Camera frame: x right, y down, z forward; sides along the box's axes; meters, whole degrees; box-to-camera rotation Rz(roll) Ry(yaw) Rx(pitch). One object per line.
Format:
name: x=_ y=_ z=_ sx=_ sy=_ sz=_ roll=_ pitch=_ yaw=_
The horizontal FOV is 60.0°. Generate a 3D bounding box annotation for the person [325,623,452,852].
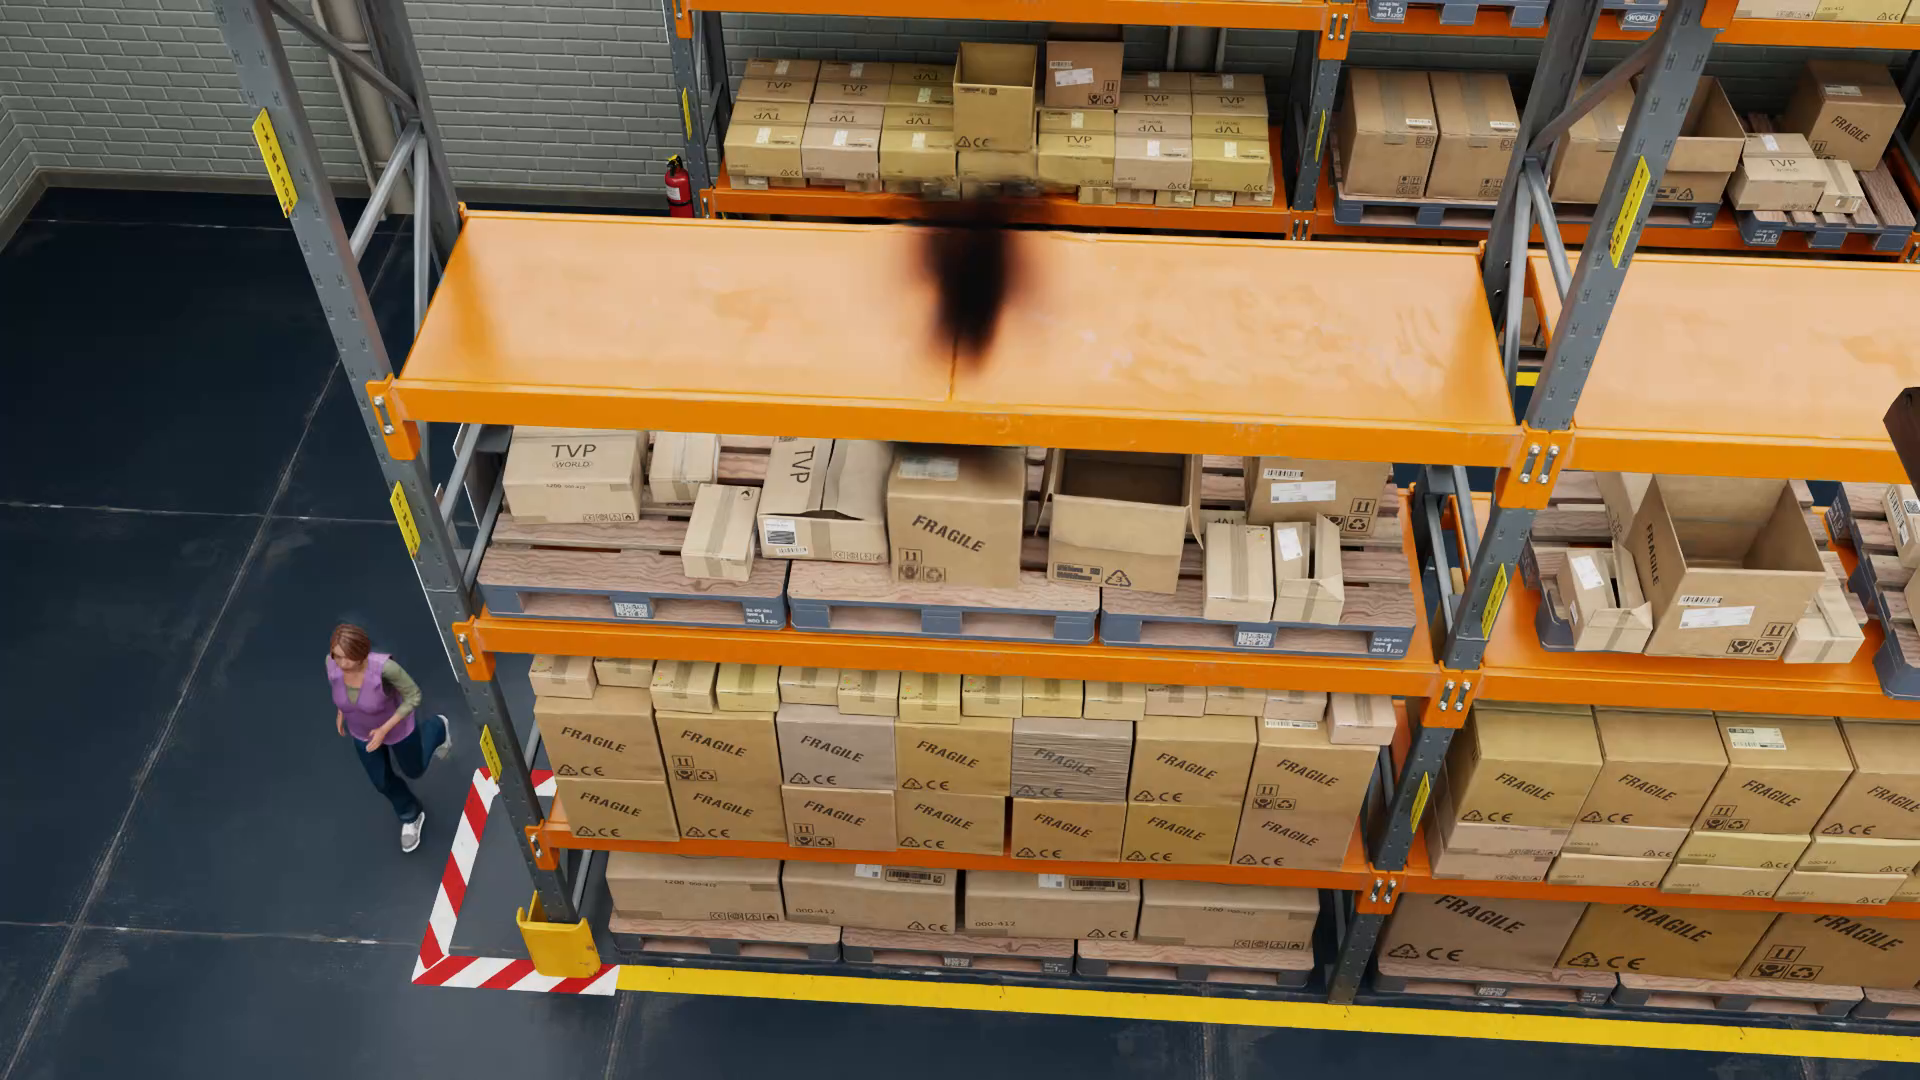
person: x=-3.048 y=0.938 z=8.830 sx=0.544 sy=1.566 sz=0.723 roll=5 pitch=48 yaw=5
